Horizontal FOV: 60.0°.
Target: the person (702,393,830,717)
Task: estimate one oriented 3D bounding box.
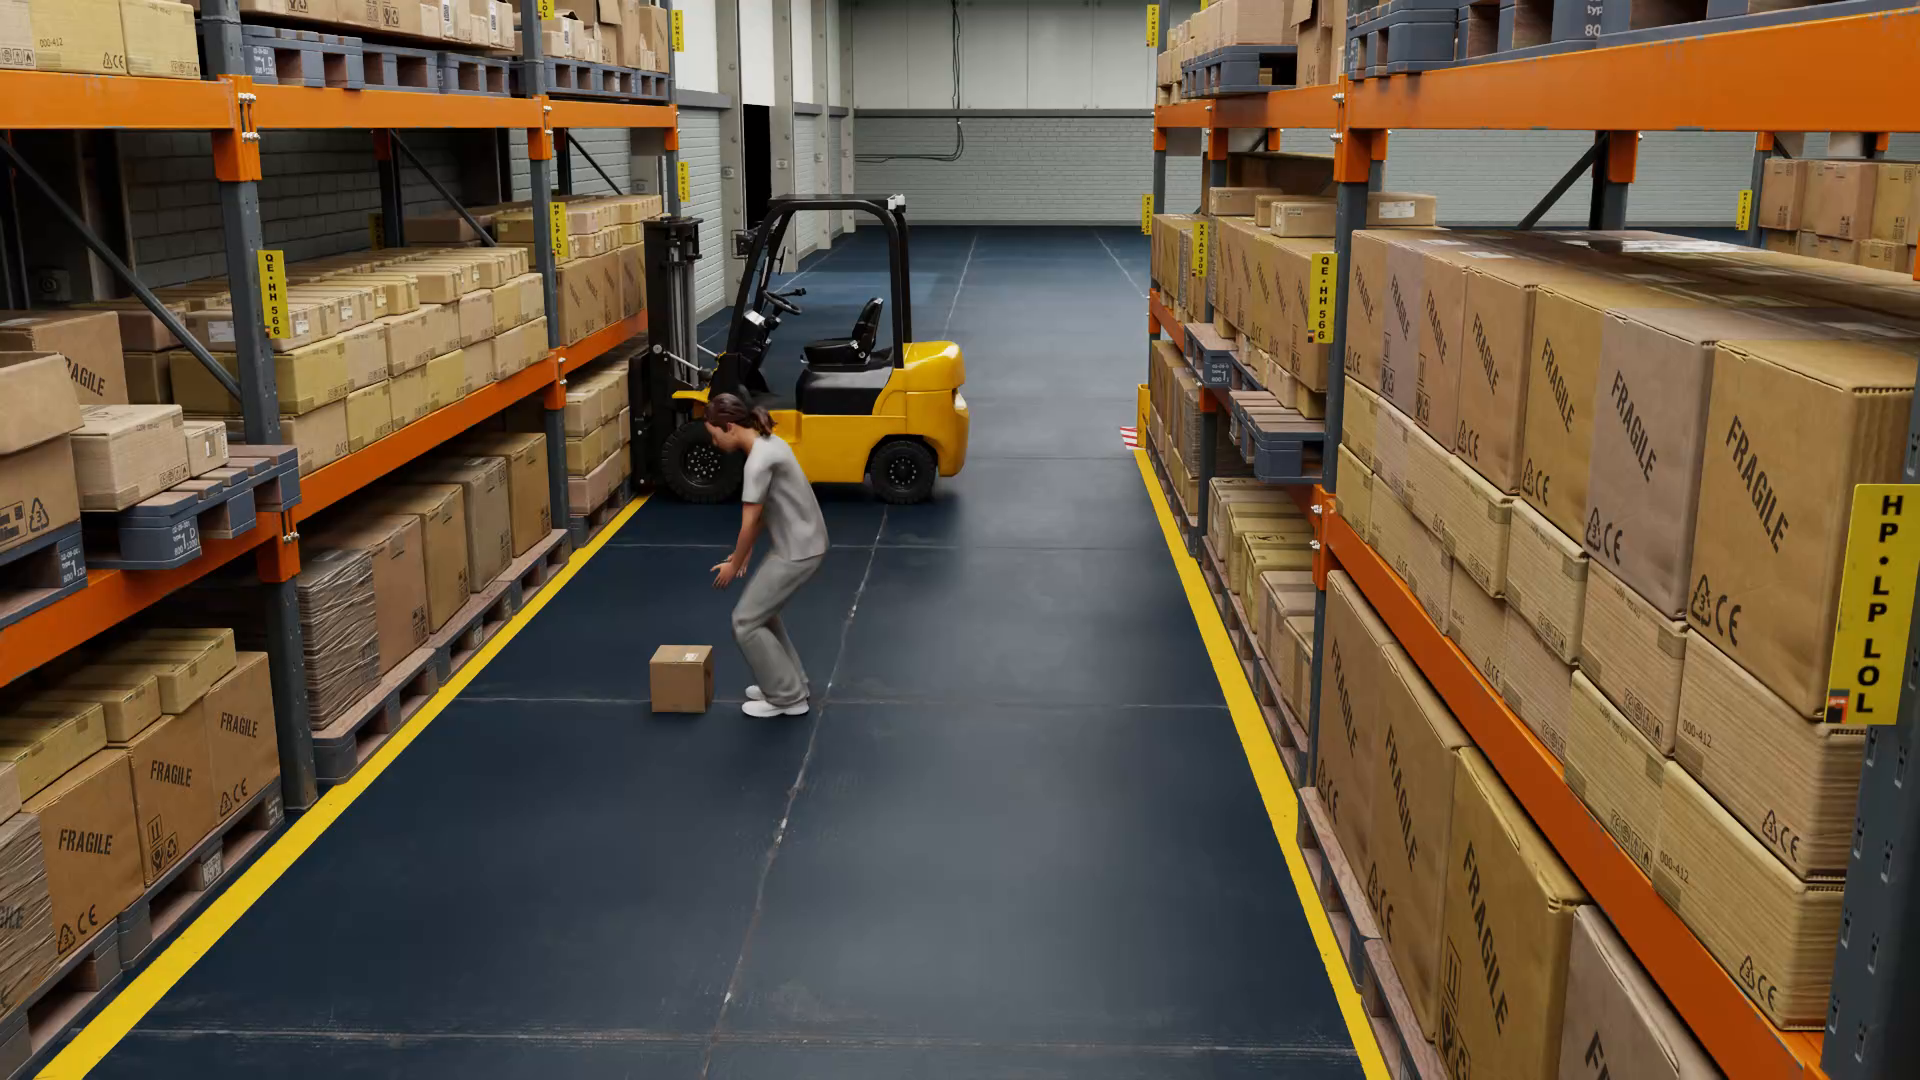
[{"bbox_3d":[-0.883,0.068,7.624,0.553,1.493,0.486,1,14,2],"label":"person"}]
